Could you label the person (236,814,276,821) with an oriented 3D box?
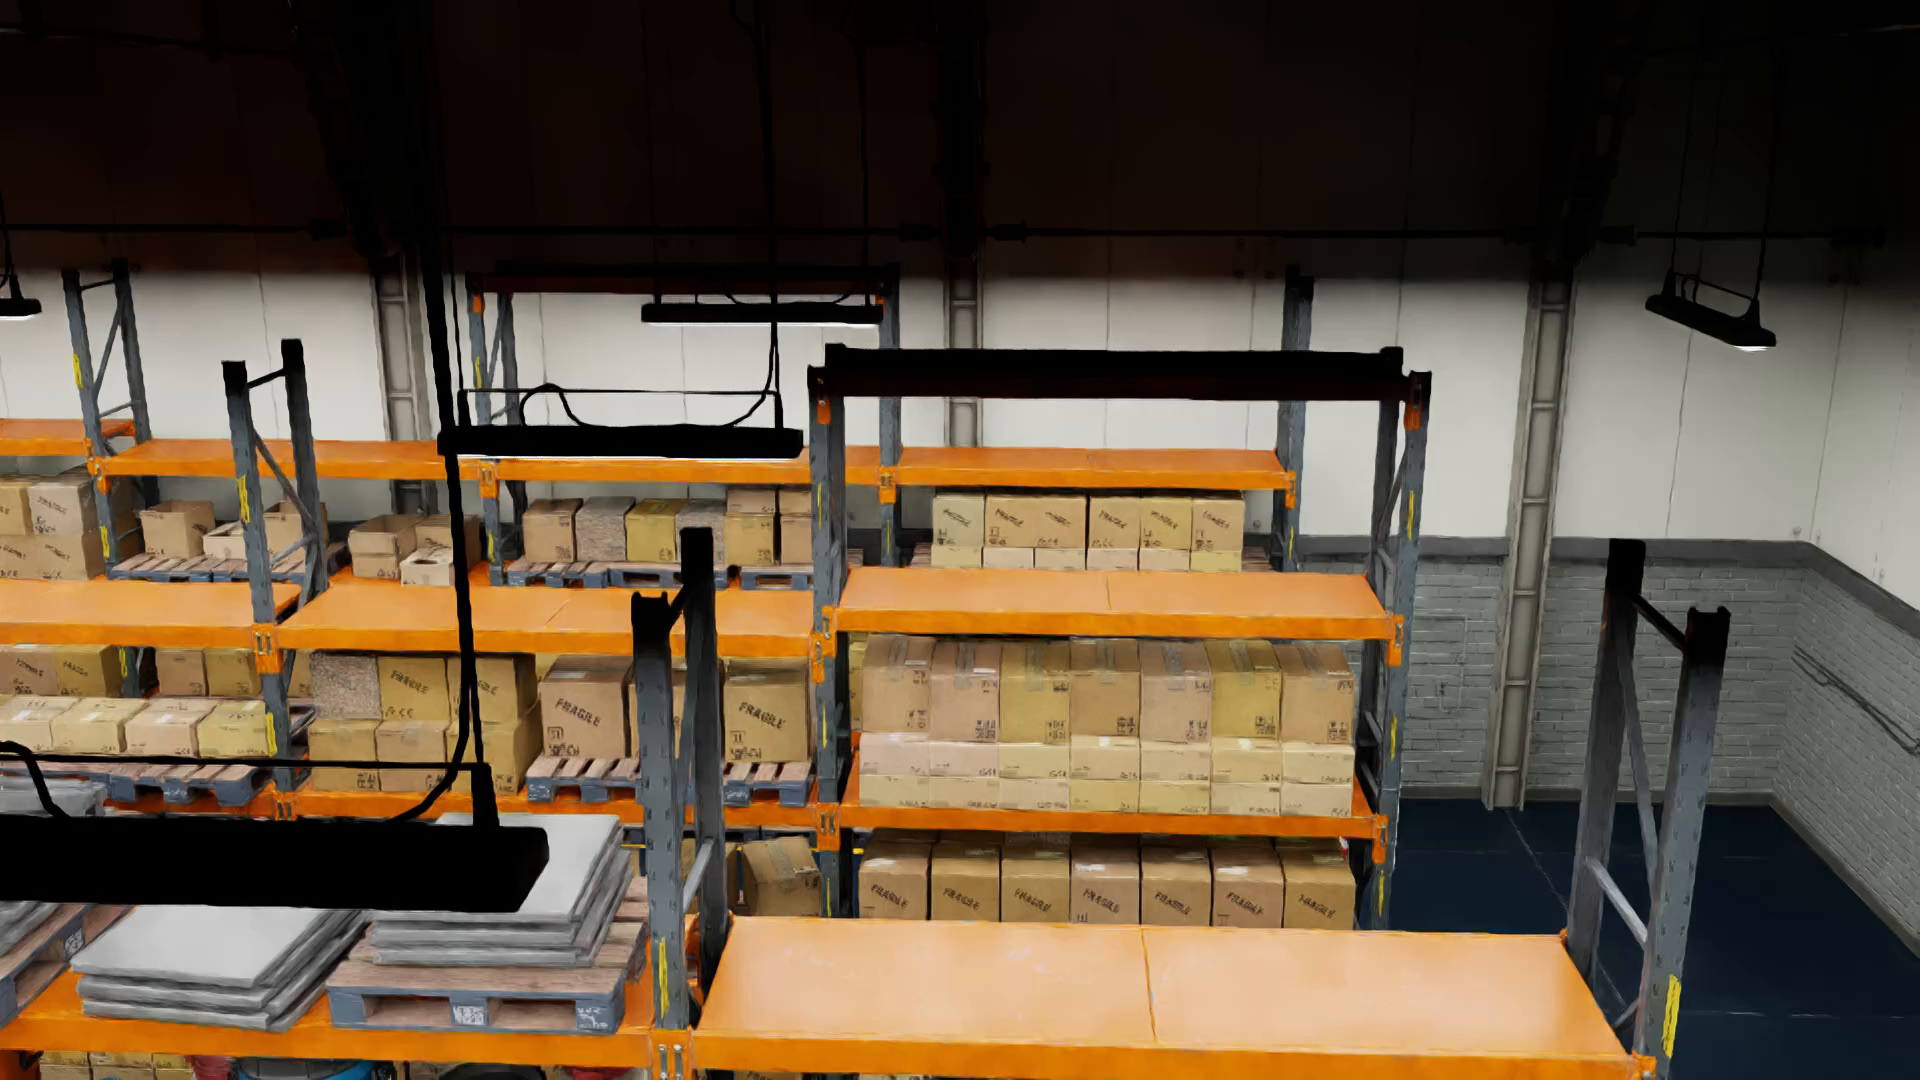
[{"bbox_3d":[-6.819,2.679,16.245,1.030,1.727,0.527,-1,16,-5],"label":"person"}]
